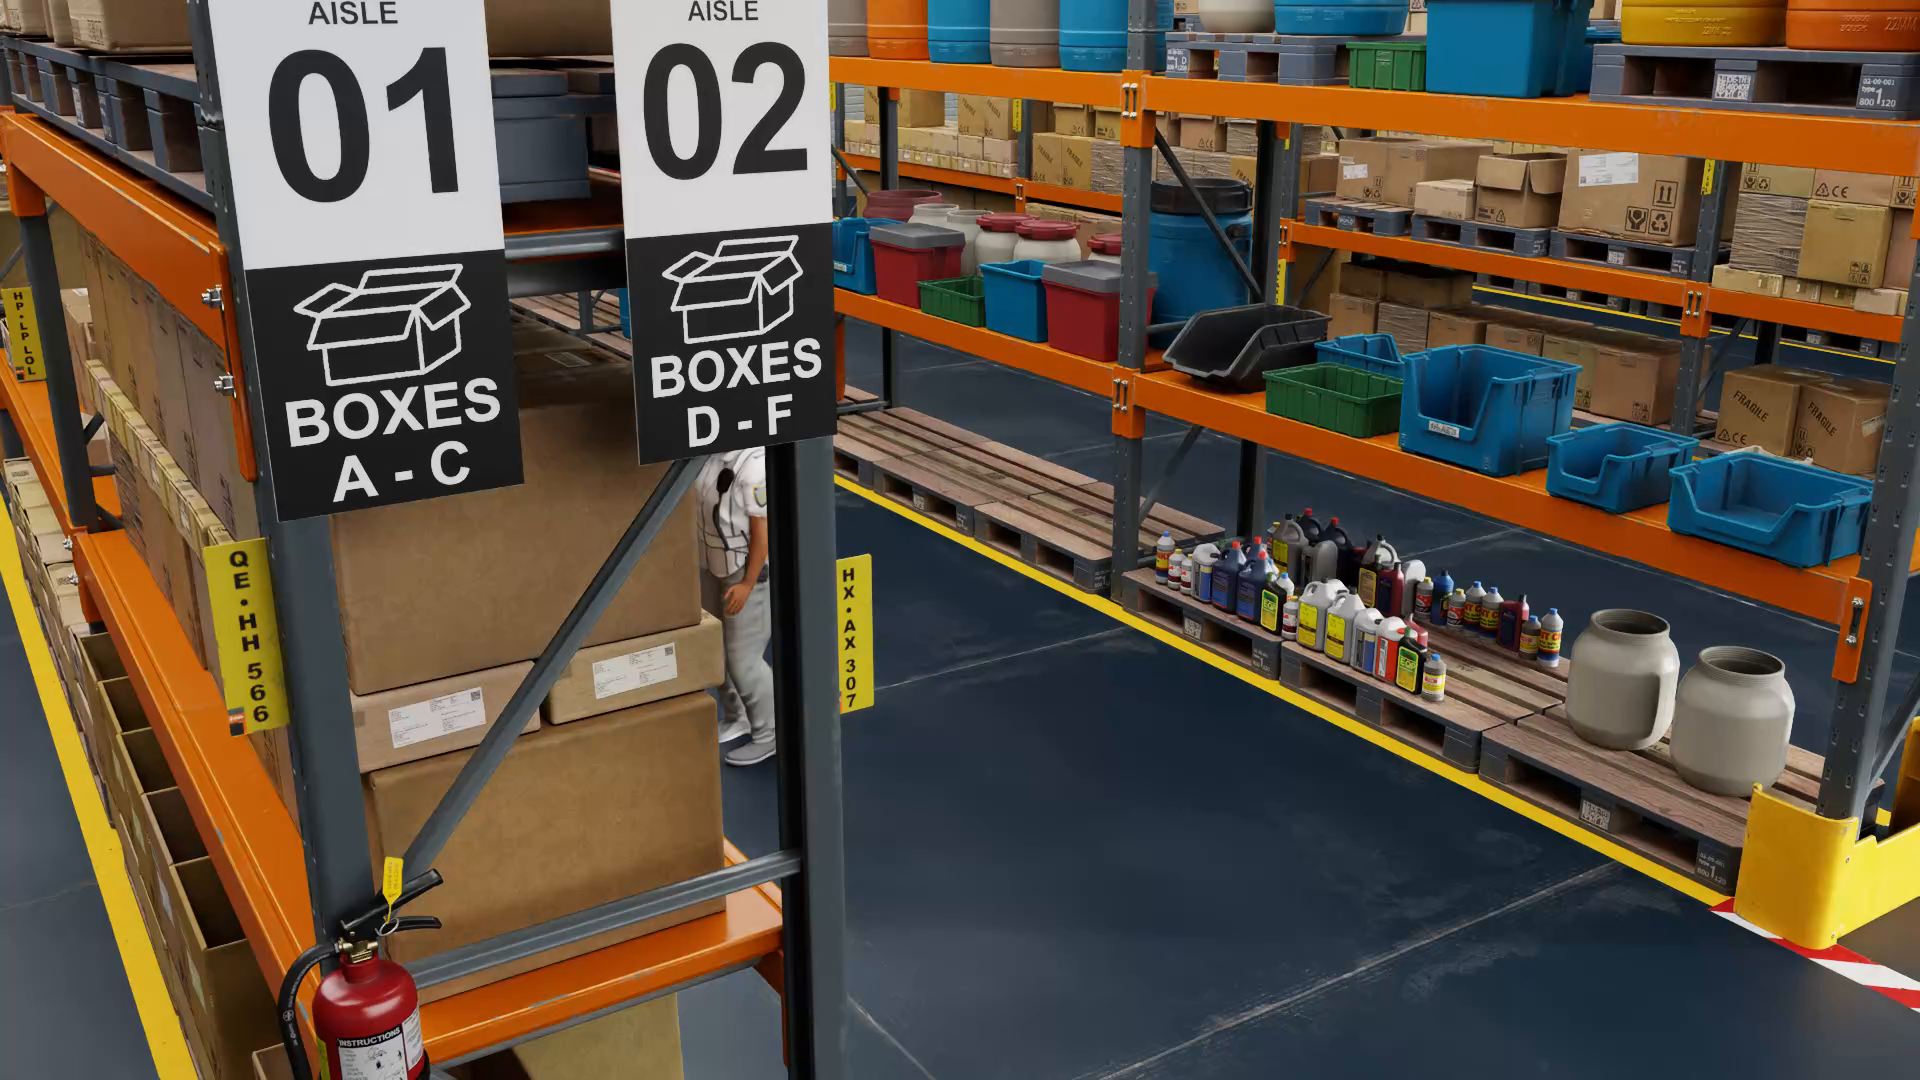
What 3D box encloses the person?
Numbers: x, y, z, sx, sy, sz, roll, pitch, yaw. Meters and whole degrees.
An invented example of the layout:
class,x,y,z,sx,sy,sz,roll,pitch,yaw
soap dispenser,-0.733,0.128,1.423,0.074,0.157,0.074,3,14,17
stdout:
class,x,y,z,sx,sy,sz,roll,pitch,yaw
person,-0.954,0.157,7.142,0.415,1.640,0.484,-11,21,-30
